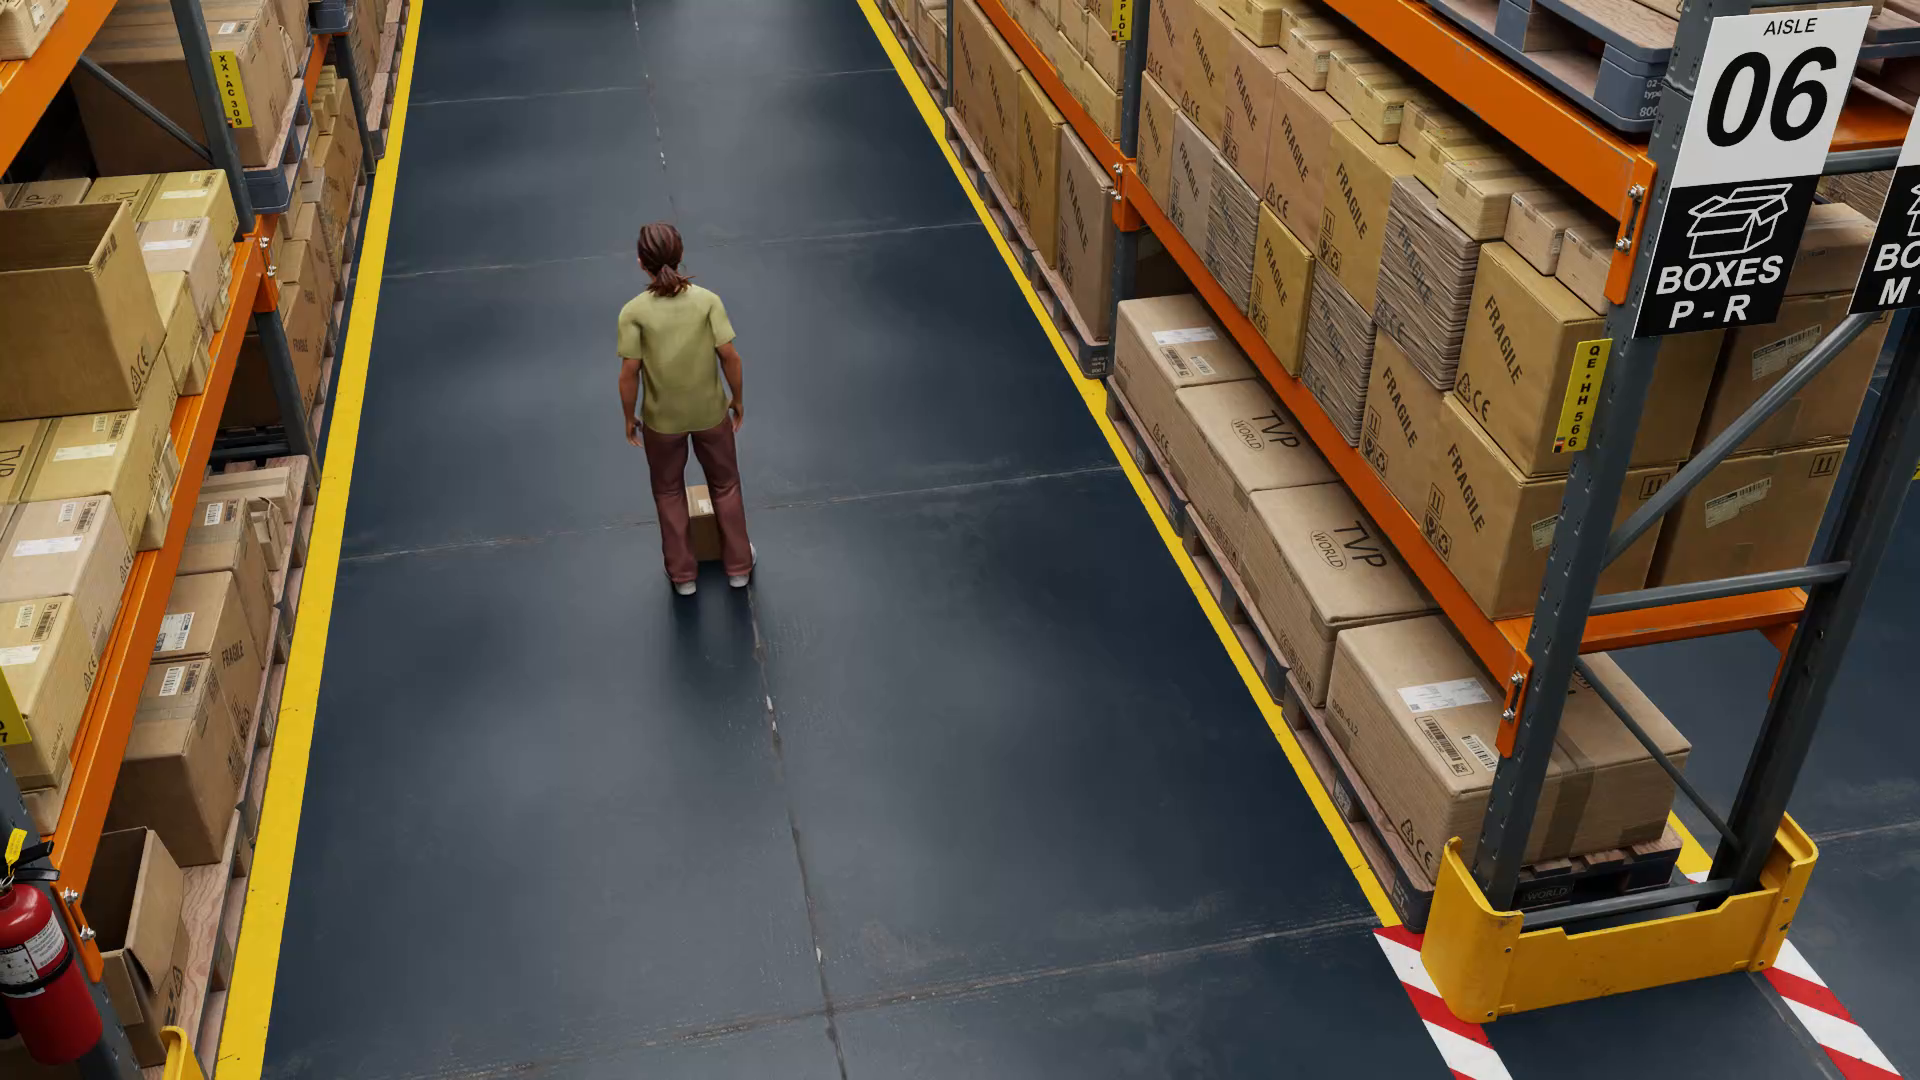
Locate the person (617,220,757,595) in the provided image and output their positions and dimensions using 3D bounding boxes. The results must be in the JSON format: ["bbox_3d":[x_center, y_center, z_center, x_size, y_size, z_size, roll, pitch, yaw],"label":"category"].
[{"bbox_3d":[-1.141,-0.520,6.904,0.518,1.671,0.365,-9,36,-13],"label":"person"}]
